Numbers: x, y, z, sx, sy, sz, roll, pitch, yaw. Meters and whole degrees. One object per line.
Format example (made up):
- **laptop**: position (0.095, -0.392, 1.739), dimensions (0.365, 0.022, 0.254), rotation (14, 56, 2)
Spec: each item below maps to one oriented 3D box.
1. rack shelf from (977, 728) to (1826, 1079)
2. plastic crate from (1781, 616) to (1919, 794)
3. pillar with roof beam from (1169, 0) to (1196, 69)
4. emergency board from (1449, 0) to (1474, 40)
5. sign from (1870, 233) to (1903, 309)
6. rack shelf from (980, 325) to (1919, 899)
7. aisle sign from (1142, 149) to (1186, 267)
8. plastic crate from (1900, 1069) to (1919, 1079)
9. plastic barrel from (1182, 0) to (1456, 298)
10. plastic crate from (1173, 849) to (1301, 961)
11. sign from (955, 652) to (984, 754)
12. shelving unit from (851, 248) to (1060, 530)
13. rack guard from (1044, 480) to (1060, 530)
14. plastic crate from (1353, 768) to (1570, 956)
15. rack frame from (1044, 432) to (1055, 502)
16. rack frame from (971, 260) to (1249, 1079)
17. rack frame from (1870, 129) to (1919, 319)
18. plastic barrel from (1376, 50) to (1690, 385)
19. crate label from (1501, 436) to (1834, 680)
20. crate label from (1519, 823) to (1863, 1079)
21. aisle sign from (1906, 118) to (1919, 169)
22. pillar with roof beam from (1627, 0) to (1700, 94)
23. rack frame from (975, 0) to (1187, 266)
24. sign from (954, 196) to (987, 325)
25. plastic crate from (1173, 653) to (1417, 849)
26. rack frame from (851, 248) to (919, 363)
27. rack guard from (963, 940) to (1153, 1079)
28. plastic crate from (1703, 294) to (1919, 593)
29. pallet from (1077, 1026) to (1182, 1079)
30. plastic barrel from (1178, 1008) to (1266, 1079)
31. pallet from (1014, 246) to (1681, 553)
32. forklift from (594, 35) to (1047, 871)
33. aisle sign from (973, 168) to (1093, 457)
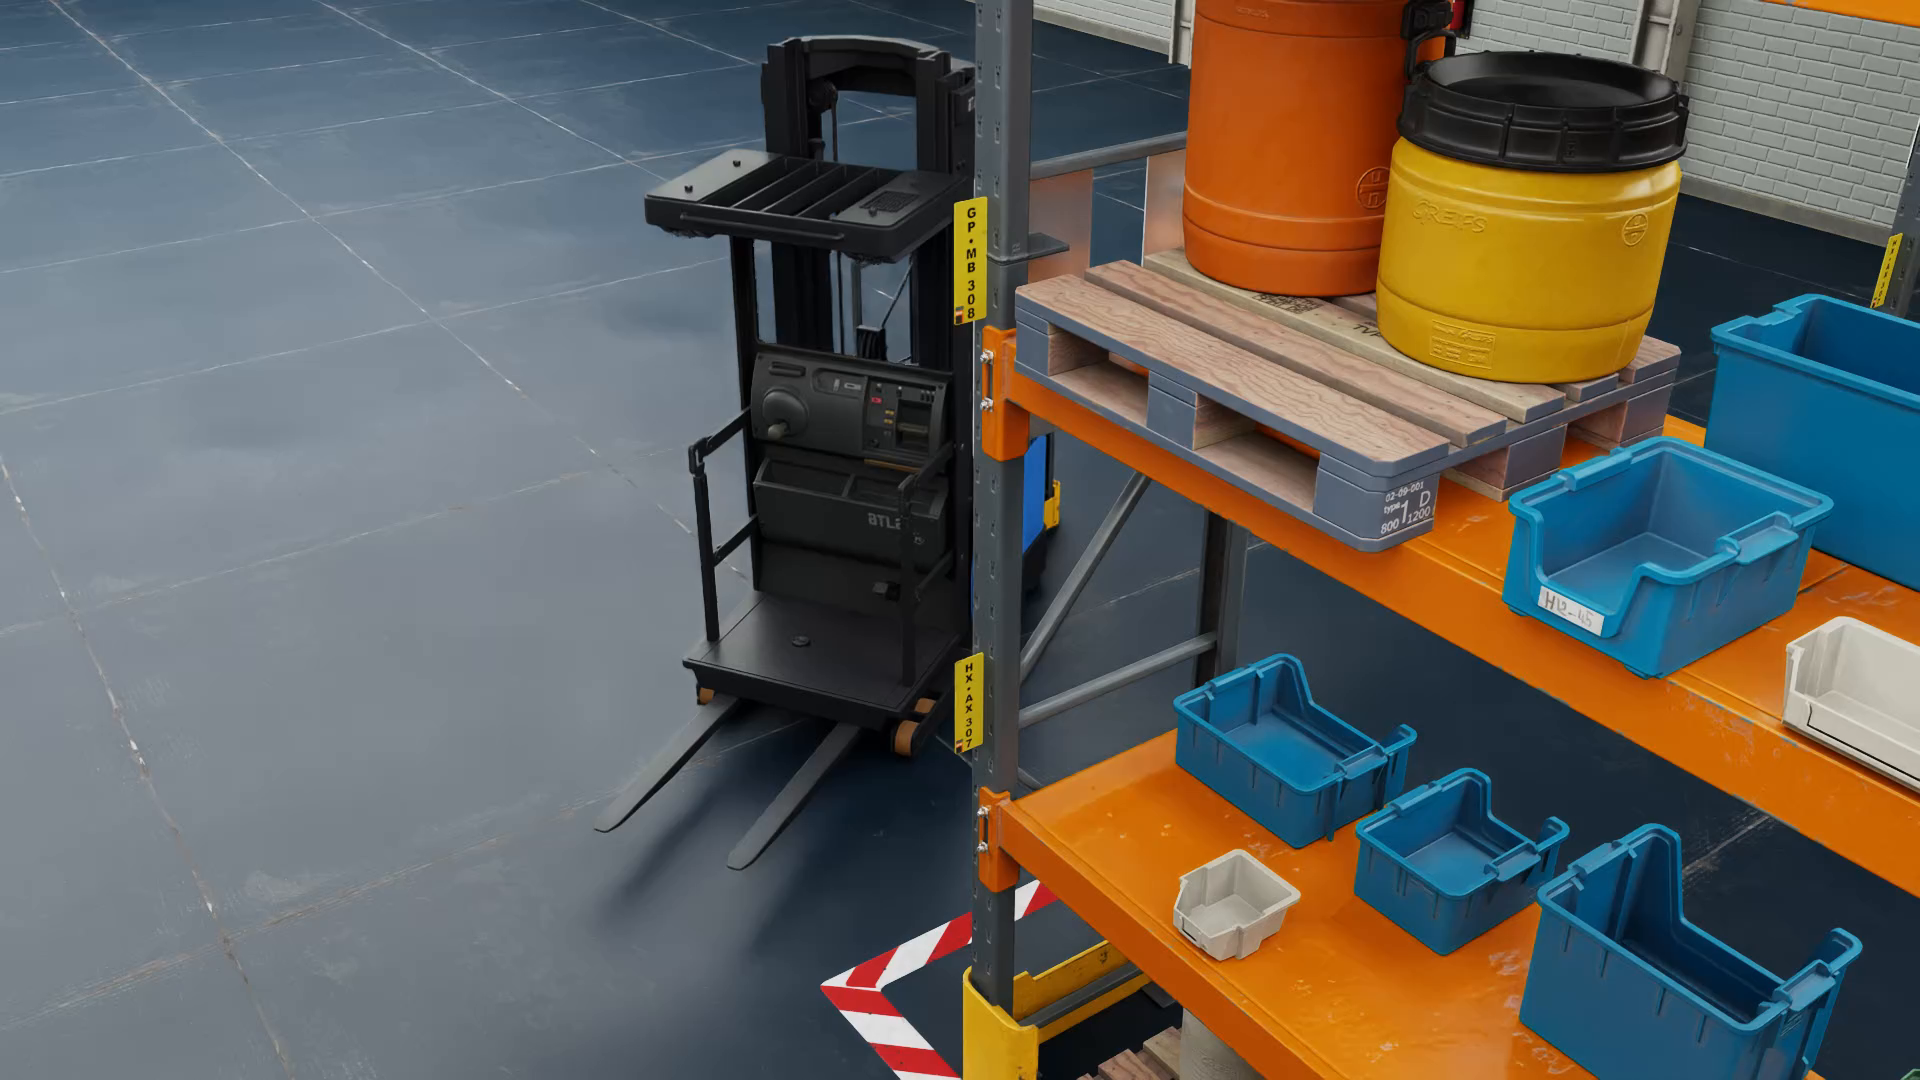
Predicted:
- **rack shelf**: position (1.638, 1.550, 4.007), dimensions (1.077, 0.370, 4.000), rotation (-19, 34, -31)
- **plastic crate**: position (1.538, 0.297, 2.694), dimensions (0.243, 0.136, 0.396), rotation (-19, 34, -31)
- **pillar with roof beam**: position (-0.809, -8.363, 15.221), dimensions (9.100, 9.000, 0.400), rotation (-19, 34, -31)
- **emergency board**: position (4.776, -5.558, 16.340), dimensions (0.194, 1.169, 0.643), rotation (-19, 34, -31)
- **sign**: position (4.059, -1.178, 7.285), dimensions (0.100, 0.325, 0.005), rotation (-19, 34, -31)
- **rack shelf**: position (1.638, 0.232, 3.291), dimensions (1.077, 0.370, 4.000), rotation (-19, 34, -31)
- **aisle sign**: position (0.678, -0.796, 4.850), dimensions (0.394, 0.787, 0.004), rotation (-19, 34, -31)
- **plastic crate**: position (2.240, 1.498, 3.570), dimensions (0.450, 0.188, 0.662), rotation (-19, 34, -31)
- **plastic barrel**: position (0.863, -1.082, 4.065), dimensions (0.600, 0.830, 0.708), rotation (-19, 34, -31)
- **plastic crate**: position (0.735, 1.009, 4.525), dimensions (0.298, 0.136, 0.250), rotation (-19, 34, -31)
- **sign**: position (0.027, 0.485, 4.924), dimensions (0.100, 0.325, 0.005), rotation (-19, 34, -31)
- **shelving unit**: position (-0.028, -0.827, 9.201), dimensions (1.083, 1.500, 0.587), rotation (23, 36, 36)
- **rack guard**: position (0.344, -0.119, 9.207), dimensions (0.087, 0.250, 0.587), rotation (23, 36, 36)
- **plastic crate**: position (1.384, 0.887, 4.629), dimensions (0.499, 0.251, 0.408), rotation (-19, 34, -31)
- **rack frame**: position (0.345, -0.668, 8.908), dimensions (0.032, 1.500, 0.500), rotation (23, 36, 36)
- **rack frame**: position (0.478, 0.456, 5.267), dimensions (1.000, 3.000, 0.127), rotation (-19, 34, -31)
- **rack frame**: position (4.515, -0.914, 7.789), dimensions (1.000, 3.000, 0.127), rotation (-19, 34, -31)
- **plastic barrel**: position (1.242, -0.721, 3.655), dimensions (0.600, 0.588, 0.600), rotation (0, 29, 0)
- **crate label**: position (1.294, 0.022, 3.078), dimensions (0.502, 0.251, 0.408), rotation (-19, 34, -31)
- **crate label**: position (1.766, 1.081, 4.079), dimensions (0.502, 0.435, 0.616), rotation (-19, 34, -31)
- **aisle sign**: position (4.227, -1.997, 7.060), dimensions (0.394, 0.787, 0.004), rotation (-19, 34, -31)
- **pillar with roof beam**: position (2.671, -6.031, 10.926), dimensions (9.100, 9.000, 0.400), rotation (-19, 34, -31)
- **rack frame**: position (0.478, -2.180, 3.835), dimensions (1.000, 3.000, 0.127), rotation (-19, 34, -31)
- **sign**: position (0.027, -0.715, 4.272), dimensions (0.100, 0.325, 0.005), rotation (-19, 34, -31)
- **plastic crate**: position (1.012, 0.633, 5.097), dimensions (0.499, 0.251, 0.616), rotation (-19, 34, -31)
- **rack frame**: position (-0.414, -0.991, 9.503), dimensions (0.032, 1.500, 0.500), rotation (23, 36, 36)
- **rack guard**: position (0.560, 1.571, 5.833), dimensions (1.175, 0.500, 0.348), rotation (-19, 34, -31)
- **plastic crate**: position (1.829, -0.197, 3.343), dimensions (0.392, 0.384, 0.575), rotation (-19, 34, -31)
- **pallet**: position (1.027, 2.015, 5.318), dimensions (1.003, 0.211, 1.213), rotation (-19, 34, -31)
- **plastic barrel**: position (0.922, 1.600, 5.328), dimensions (0.421, 0.512, 0.421), rotation (0, 29, 0)
- **pallet**: position (0.878, -0.430, 3.954), dimensions (1.003, 0.211, 1.213), rotation (-19, 34, -31)
- **forklift**: position (-0.578, -0.543, 7.179), dimensions (1.130, 2.935, 3.031), rotation (11, 30, 20)
- **aisle sign**: position (0.197, -0.633, 4.549), dimensions (0.394, 0.787, 0.004), rotation (-19, 34, -31)
